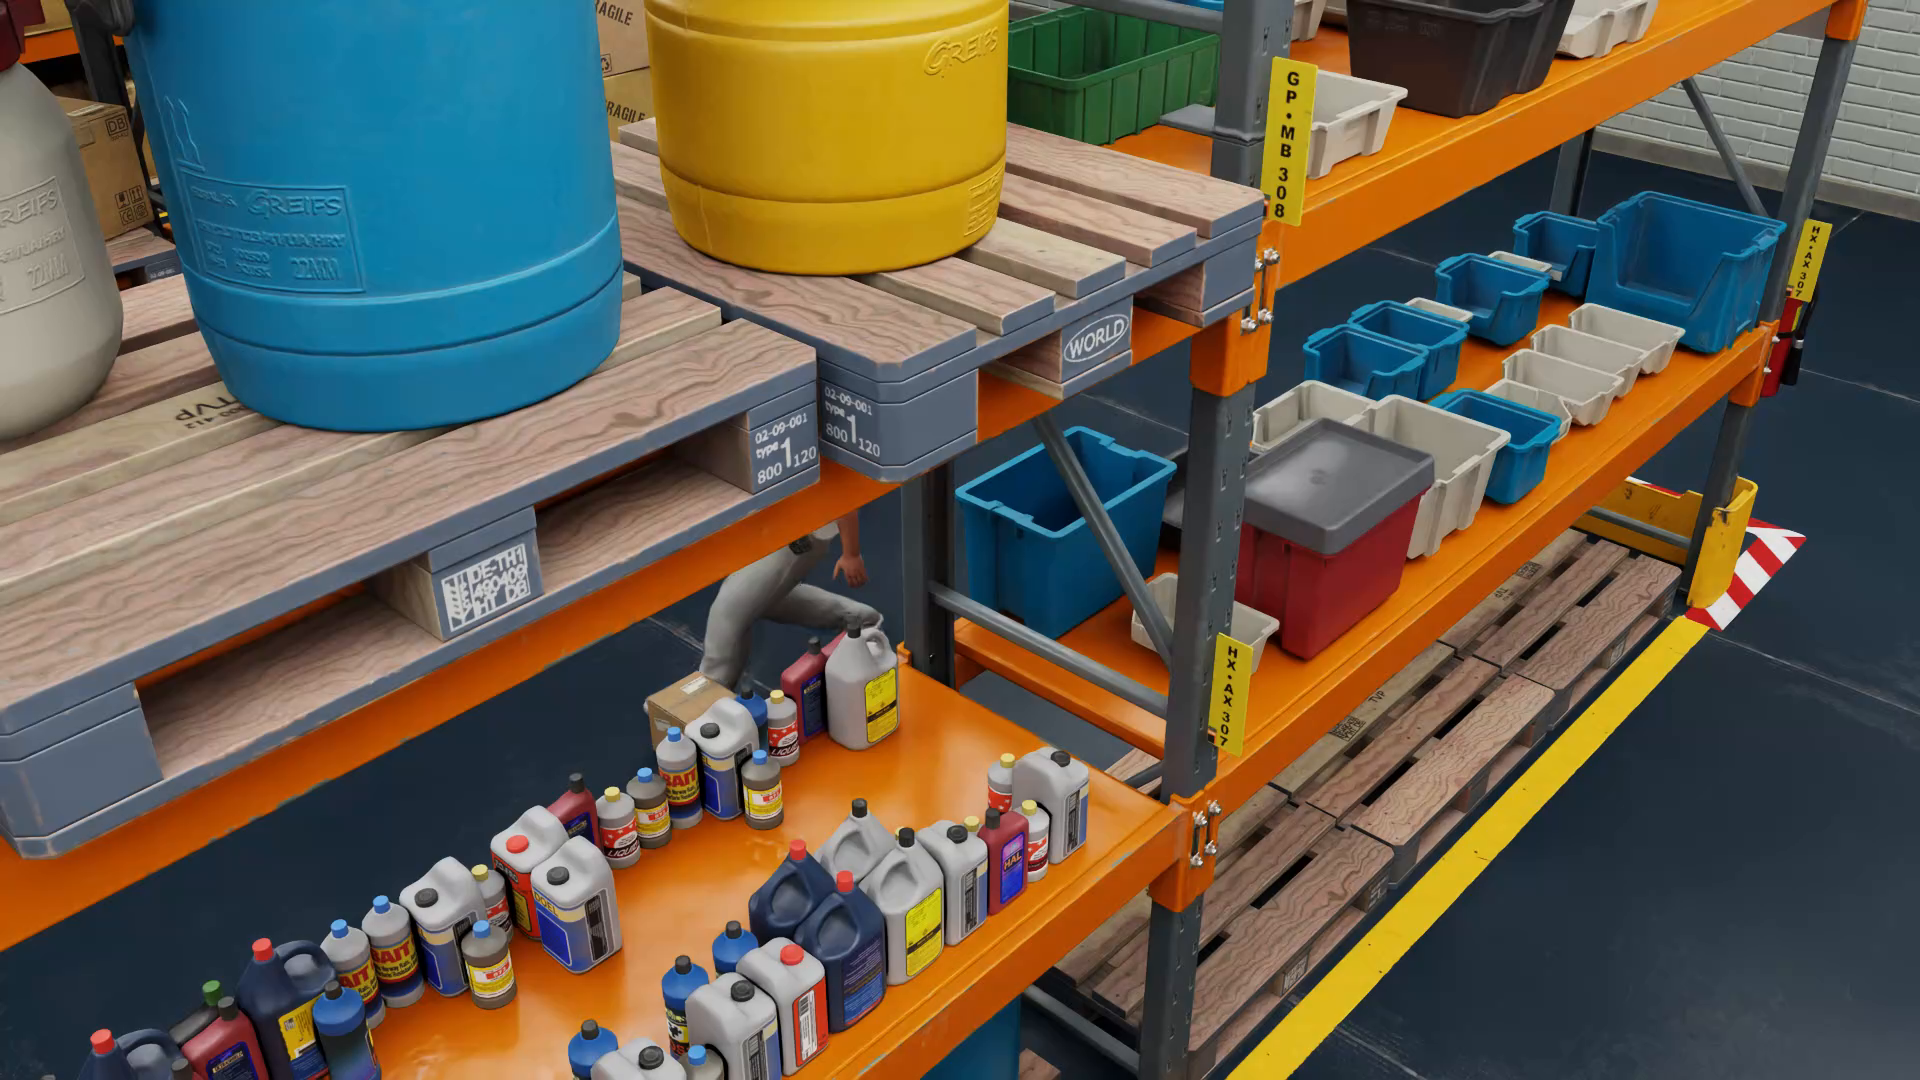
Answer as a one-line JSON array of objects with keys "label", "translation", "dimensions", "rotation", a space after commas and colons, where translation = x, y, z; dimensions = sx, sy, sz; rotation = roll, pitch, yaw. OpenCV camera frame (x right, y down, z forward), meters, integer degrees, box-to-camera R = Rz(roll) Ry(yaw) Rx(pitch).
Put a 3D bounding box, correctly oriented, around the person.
[{"label": "person", "translation": [-0.754, -0.055, 6.303], "dimensions": [1.033, 1.659, 0.534], "rotation": [-11, 33, -18]}]
